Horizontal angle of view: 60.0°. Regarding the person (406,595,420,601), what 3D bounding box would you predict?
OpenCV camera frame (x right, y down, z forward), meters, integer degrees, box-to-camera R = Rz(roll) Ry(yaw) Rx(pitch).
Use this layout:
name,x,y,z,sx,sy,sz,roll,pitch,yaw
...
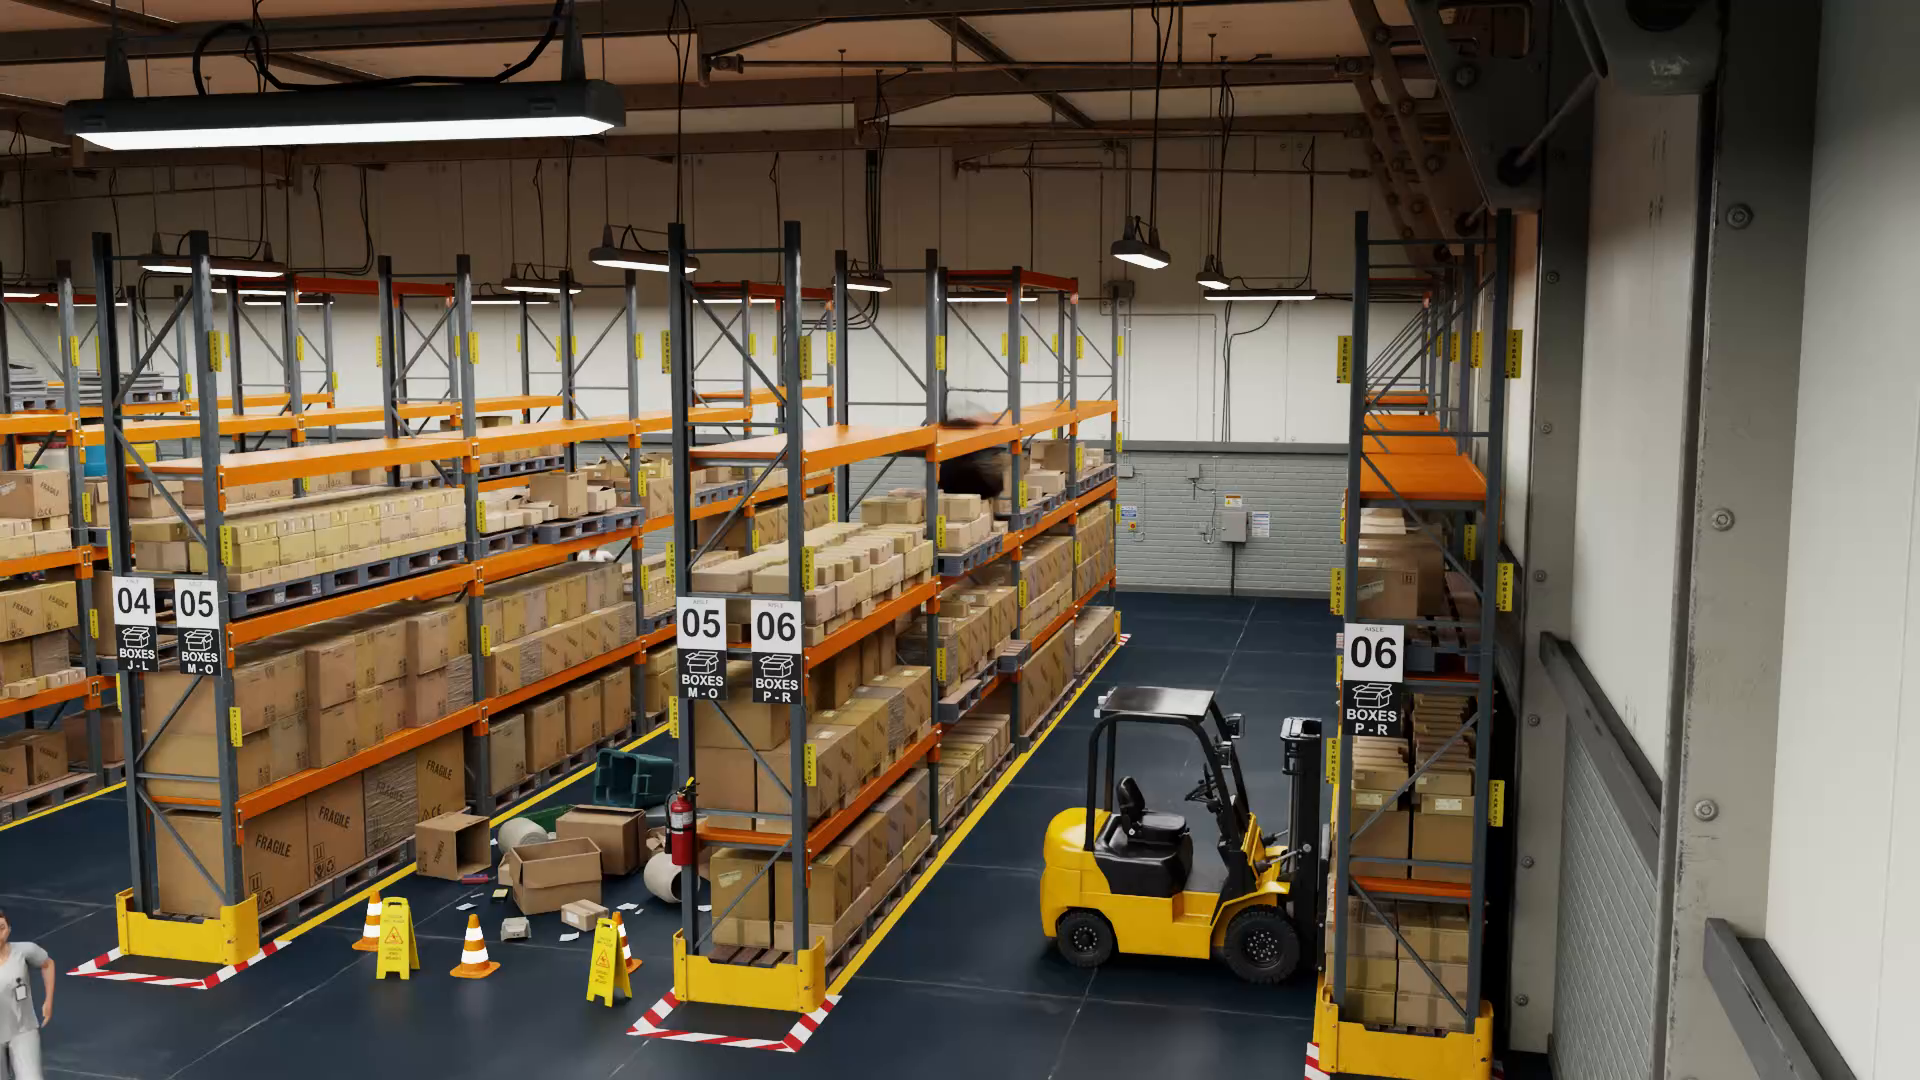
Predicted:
name,x,y,z,sx,sy,sz,roll,pitch,yaw
person,-7.531,1.560,23.050,0.574,1.639,0.585,2,7,15

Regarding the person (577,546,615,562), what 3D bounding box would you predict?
name,x,y,z,sx,sy,sz,roll,pitch,yaw
person,-6.218,0.836,28.242,0.702,1.792,1.033,0,7,3

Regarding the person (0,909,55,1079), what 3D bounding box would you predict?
name,x,y,z,sx,sy,sz,roll,pitch,yaw
person,-5.901,3.088,10.287,0.599,1.668,0.656,-5,8,-33
